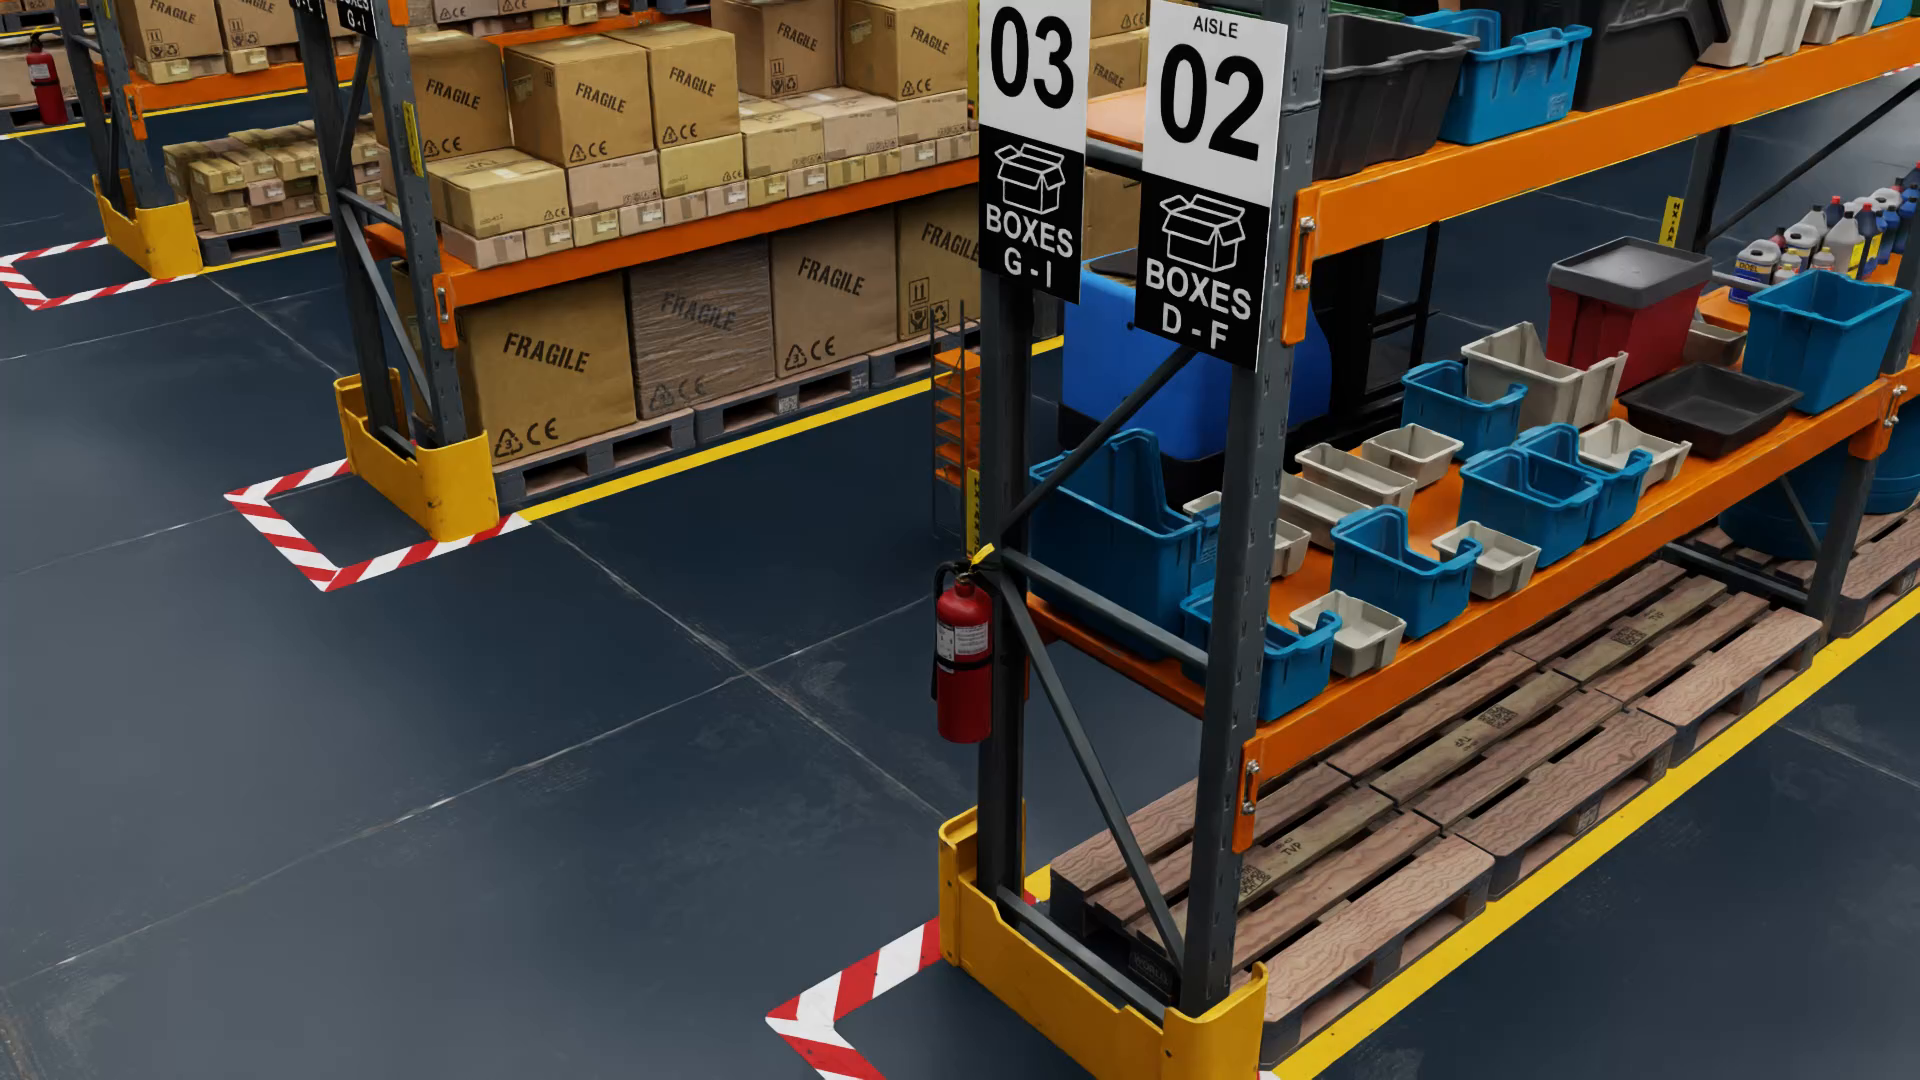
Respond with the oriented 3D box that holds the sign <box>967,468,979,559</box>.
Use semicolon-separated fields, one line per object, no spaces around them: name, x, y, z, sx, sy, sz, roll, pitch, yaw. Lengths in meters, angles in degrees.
sign;0.055;-0.055;4.997;0.005;0.325;0.100;-22;35;-35

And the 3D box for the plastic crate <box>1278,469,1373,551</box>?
plastic crate;1.157;-0.099;5.468;0.243;0.136;0.396;-22;35;-35

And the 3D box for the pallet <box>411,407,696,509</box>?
pallet;-2.233;-0.609;9.167;1.213;0.211;1.003;-22;35;-35

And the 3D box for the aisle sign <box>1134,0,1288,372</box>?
aisle sign;0.562;-0.809;3.823;0.004;0.787;0.394;-22;35;-35

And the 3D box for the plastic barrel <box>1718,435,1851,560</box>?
plastic barrel;3.892;-0.435;7.661;0.708;0.901;0.600;-22;35;-35

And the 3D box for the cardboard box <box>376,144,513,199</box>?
cardboard box;-2.594;-1.875;8.420;0.500;0.250;0.500;-23;35;-36

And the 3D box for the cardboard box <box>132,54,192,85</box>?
cardboard box;-5.474;-3.247;11.410;0.250;0.149;0.380;-22;35;-35

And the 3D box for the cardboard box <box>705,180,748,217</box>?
cardboard box;-1.330;-1.840;8.778;0.250;0.149;0.380;-22;35;-35

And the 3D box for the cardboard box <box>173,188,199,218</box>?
cardboard box;-5.668;-2.540;12.399;0.250;0.149;0.380;-21;35;-34

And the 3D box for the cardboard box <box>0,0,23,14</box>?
cardboard box;-11.245;-6.382;19.216;0.500;0.500;0.700;-20;34;-33

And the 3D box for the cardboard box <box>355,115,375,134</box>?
cardboard box;-4.673;-3.200;13.003;0.250;0.149;0.380;-23;36;-36

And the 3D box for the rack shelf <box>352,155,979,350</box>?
rack shelf;-1.269;-1.861;9.314;4.000;0.370;1.077;-22;35;-35

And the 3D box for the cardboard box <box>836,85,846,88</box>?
cardboard box;-0.657;-2.655;9.880;0.500;0.250;0.500;-22;35;-35

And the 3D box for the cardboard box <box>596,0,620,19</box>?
cardboard box;-2.955;-4.318;13.413;0.250;0.149;0.380;-22;35;-35

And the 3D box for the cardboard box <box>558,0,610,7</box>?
cardboard box;-3.075;-4.526;13.115;0.500;0.500;0.500;-22;35;-35

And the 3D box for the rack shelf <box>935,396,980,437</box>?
rack shelf;0.011;-0.600;7.940;0.180;0.103;0.258;-22;35;-35

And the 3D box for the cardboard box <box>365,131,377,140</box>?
cardboard box;-4.326;-3.014;12.656;0.250;0.149;0.380;-21;35;-34

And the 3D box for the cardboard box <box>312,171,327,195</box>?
cardboard box;-4.729;-2.713;12.408;0.250;0.149;0.380;-21;34;-33

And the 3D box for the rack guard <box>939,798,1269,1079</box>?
rack guard;0.414;1.324;5.243;0.348;0.500;1.175;-22;35;-35

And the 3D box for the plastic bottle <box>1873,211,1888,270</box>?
plastic bottle;4.314;-1.421;7.863;0.097;0.271;0.097;0;28;0

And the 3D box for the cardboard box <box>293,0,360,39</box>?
cardboard box;-4.641;-3.908;11.958;0.500;0.500;0.500;-21;35;-34

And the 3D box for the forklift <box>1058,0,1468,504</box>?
forklift;2.013;-2.021;8.923;3.031;2.935;1.130;-20;34;-32

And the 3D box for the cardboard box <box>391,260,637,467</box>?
cardboard box;-2.356;-1.039;8.821;0.875;0.875;0.875;-22;35;-35

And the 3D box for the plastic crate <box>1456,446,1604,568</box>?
plastic crate;1.827;-0.104;5.375;0.300;0.233;0.416;-22;35;-35

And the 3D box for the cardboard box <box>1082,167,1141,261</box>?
cardboard box;0.726;-2.241;11.070;0.875;0.875;1.225;-22;35;-35

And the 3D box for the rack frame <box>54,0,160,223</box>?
rack frame;-5.933;-3.376;11.385;0.127;3.000;1.000;-22;35;-35

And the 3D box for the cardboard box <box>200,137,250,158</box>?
cardboard box;-5.466;-2.875;12.396;0.250;0.149;0.380;-21;35;-34

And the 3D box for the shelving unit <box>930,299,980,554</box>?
shelving unit;0.011;-0.534;7.975;0.189;1.200;0.258;-22;35;-35

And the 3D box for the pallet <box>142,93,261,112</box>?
pallet;-7.738;-4.534;16.510;1.213;0.211;1.003;-22;35;-35

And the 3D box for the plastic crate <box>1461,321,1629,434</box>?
plastic crate;2.186;-0.588;6.229;0.530;0.282;0.437;-22;35;-35

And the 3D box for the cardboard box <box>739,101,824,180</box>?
cardboard box;-1.081;-2.157;8.947;0.500;0.250;0.500;-23;36;-36

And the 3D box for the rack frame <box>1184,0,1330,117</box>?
rack frame;0.424;-2.437;3.262;0.127;3.000;1.000;-22;35;-35

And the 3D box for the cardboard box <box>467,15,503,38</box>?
cardboard box;-3.722;-3.976;12.773;0.250;0.149;0.380;-24;36;-37

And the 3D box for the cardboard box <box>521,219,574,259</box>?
cardboard box;-2.112;-1.525;8.188;0.250;0.149;0.380;-22;35;-36

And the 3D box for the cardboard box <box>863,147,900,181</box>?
cardboard box;-0.550;-2.154;9.364;0.250;0.149;0.380;-21;35;-34

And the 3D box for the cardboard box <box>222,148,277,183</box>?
cardboard box;-5.182;-2.732;12.128;0.250;0.149;0.380;-21;35;-34

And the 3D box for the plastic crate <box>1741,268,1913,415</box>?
plastic crate;3.333;-0.769;6.459;0.575;0.384;0.392;-22;35;-35

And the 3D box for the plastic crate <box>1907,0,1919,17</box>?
plastic crate;3.341;-2.006;5.863;0.662;0.188;0.450;-22;35;-35

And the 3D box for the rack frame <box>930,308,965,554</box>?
rack frame;-0.059;-0.506;7.923;0.006;1.200;0.240;-22;35;-35

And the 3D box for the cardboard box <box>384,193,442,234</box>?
cardboard box;-2.734;-1.683;8.483;0.250;0.149;0.380;-21;35;-34

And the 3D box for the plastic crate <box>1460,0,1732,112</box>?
plastic crate;1.765;-1.455;4.674;0.767;0.338;0.504;-22;35;-35

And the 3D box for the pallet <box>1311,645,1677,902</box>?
pallet;2.004;0.829;6.474;1.213;0.211;1.003;-22;35;-35

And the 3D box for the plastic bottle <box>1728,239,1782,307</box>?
plastic bottle;3.557;-1.196;7.437;0.135;0.276;0.152;-22;35;-35

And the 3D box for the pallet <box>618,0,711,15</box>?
pallet;-2.214;-4.697;14.060;1.213;0.211;1.003;-22;35;-35

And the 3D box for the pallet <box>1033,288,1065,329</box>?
pallet;0.790;-1.824;11.438;1.213;0.211;1.003;-22;35;-35

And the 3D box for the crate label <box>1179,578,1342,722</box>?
crate label;0.825;0.299;4.622;0.303;0.233;0.416;-22;35;-35

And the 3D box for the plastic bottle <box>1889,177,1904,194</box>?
plastic bottle;4.644;-1.665;8.306;0.133;0.283;0.061;-22;35;-35

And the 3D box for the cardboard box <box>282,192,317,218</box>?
cardboard box;-4.996;-2.537;12.395;0.250;0.149;0.380;-21;35;-34

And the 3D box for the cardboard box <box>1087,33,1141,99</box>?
cardboard box;0.764;-2.886;10.361;0.500;0.500;0.500;-22;35;-35

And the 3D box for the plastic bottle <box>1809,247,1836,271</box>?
plastic bottle;3.930;-1.236;7.591;0.097;0.201;0.097;0;28;0

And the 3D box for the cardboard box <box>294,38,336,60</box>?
cardboard box;-4.737;-3.605;12.080;0.250;0.149;0.380;-22;35;-35

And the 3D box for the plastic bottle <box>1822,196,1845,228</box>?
plastic bottle;4.094;-1.448;7.829;0.185;0.351;0.144;-22;35;-35
